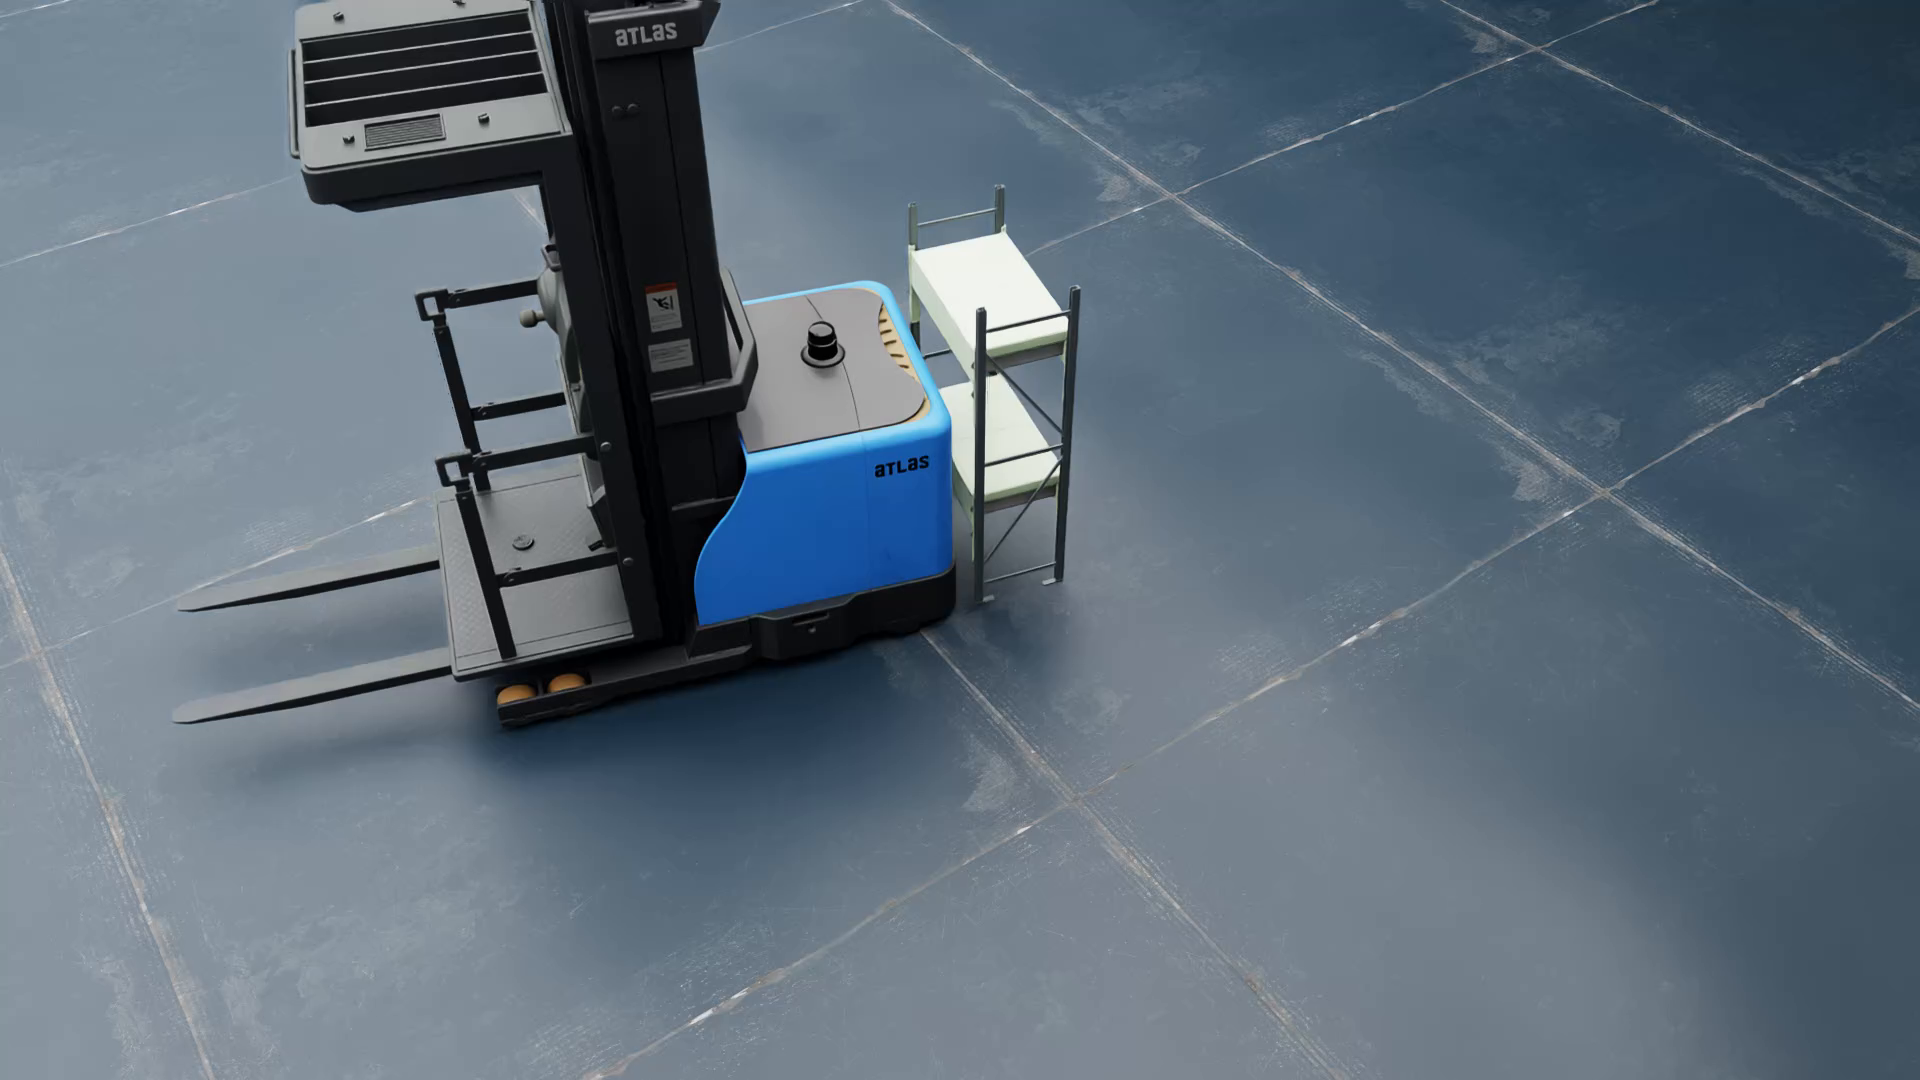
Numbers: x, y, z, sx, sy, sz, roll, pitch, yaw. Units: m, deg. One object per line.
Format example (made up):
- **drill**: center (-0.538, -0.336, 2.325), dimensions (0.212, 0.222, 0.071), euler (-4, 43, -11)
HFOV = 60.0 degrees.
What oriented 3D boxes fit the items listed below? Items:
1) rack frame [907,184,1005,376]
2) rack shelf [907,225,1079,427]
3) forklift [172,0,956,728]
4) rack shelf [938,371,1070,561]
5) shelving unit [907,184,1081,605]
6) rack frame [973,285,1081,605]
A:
- **rack frame**: center (-0.014, -0.799, 6.992), dimensions (0.400, 1.500, 0.023), euler (-15, 46, -15)
- **rack shelf**: center (0.117, -0.845, 6.475), dimensions (0.431, 0.370, 0.720), euler (-15, 46, -15)
- **forklift**: center (-1.592, -0.746, 5.900), dimensions (3.031, 2.935, 1.130), euler (-12, 45, -12)
- **rack shelf**: center (0.117, -0.327, 6.969), dimensions (0.431, 0.370, 0.720), euler (-15, 46, -15)
- **shelving unit**: center (0.117, -0.563, 6.744), dimensions (0.431, 1.500, 0.755), euler (-15, 46, -15)
- **rack frame**: center (0.247, -0.327, 6.497), dimensions (0.400, 1.500, 0.023), euler (-15, 46, -15)
